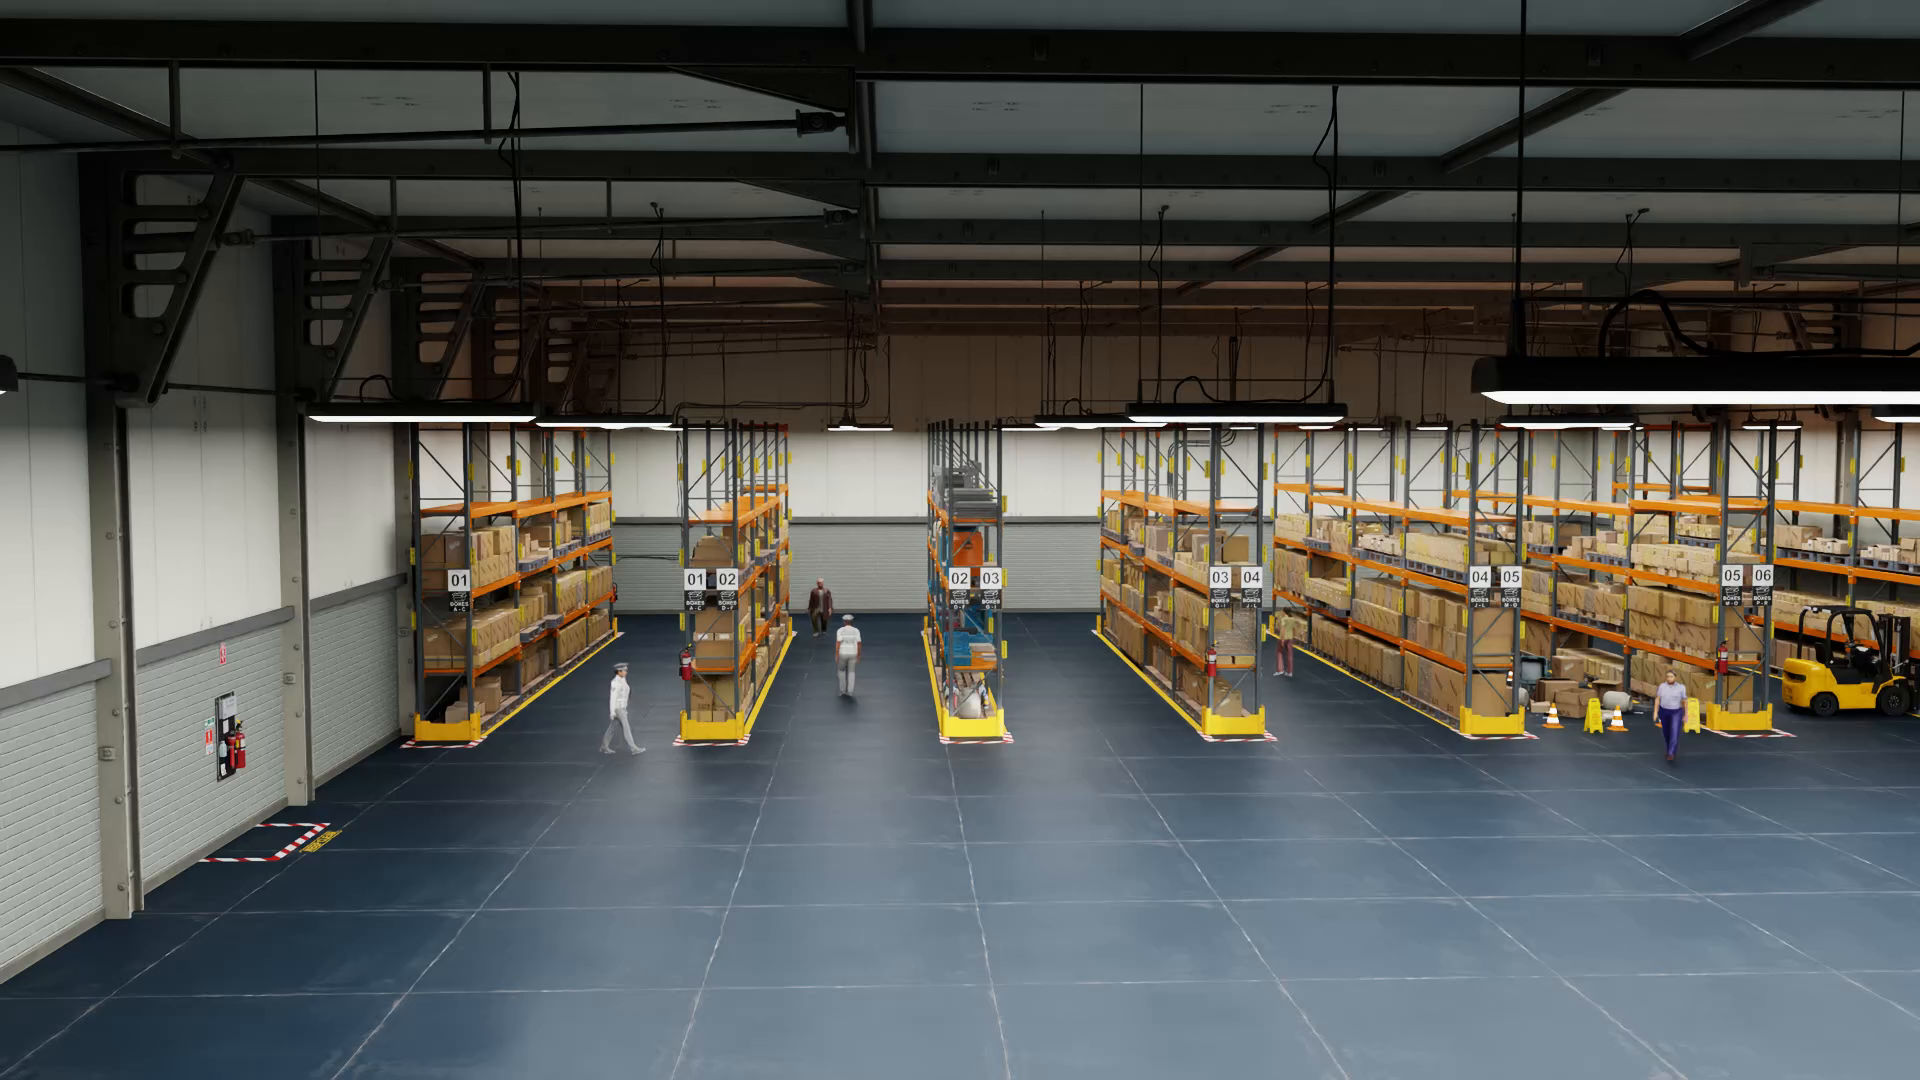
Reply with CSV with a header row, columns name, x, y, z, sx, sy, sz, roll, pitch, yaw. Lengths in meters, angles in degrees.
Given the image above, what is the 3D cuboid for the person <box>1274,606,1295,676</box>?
name,x,y,z,sx,sy,sz,roll,pitch,yaw
person,7.713,2.406,39.191,0.460,1.708,0.606,-1,4,-14

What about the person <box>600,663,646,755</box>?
name,x,y,z,sx,sy,sz,roll,pitch,yaw
person,-6.009,3.005,29.638,0.892,1.646,0.502,0,4,7

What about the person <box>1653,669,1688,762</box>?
name,x,y,z,sx,sy,sz,roll,pitch,yaw
person,12.378,3.049,29.024,0.505,1.590,1.021,3,5,43

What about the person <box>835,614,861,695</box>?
name,x,y,z,sx,sy,sz,roll,pitch,yaw
person,-2.442,2.547,36.315,0.576,1.830,0.600,-1,4,-11

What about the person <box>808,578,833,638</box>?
name,x,y,z,sx,sy,sz,roll,pitch,yaw
person,-3.756,1.813,44.686,0.656,1.546,1.126,0,4,-7
